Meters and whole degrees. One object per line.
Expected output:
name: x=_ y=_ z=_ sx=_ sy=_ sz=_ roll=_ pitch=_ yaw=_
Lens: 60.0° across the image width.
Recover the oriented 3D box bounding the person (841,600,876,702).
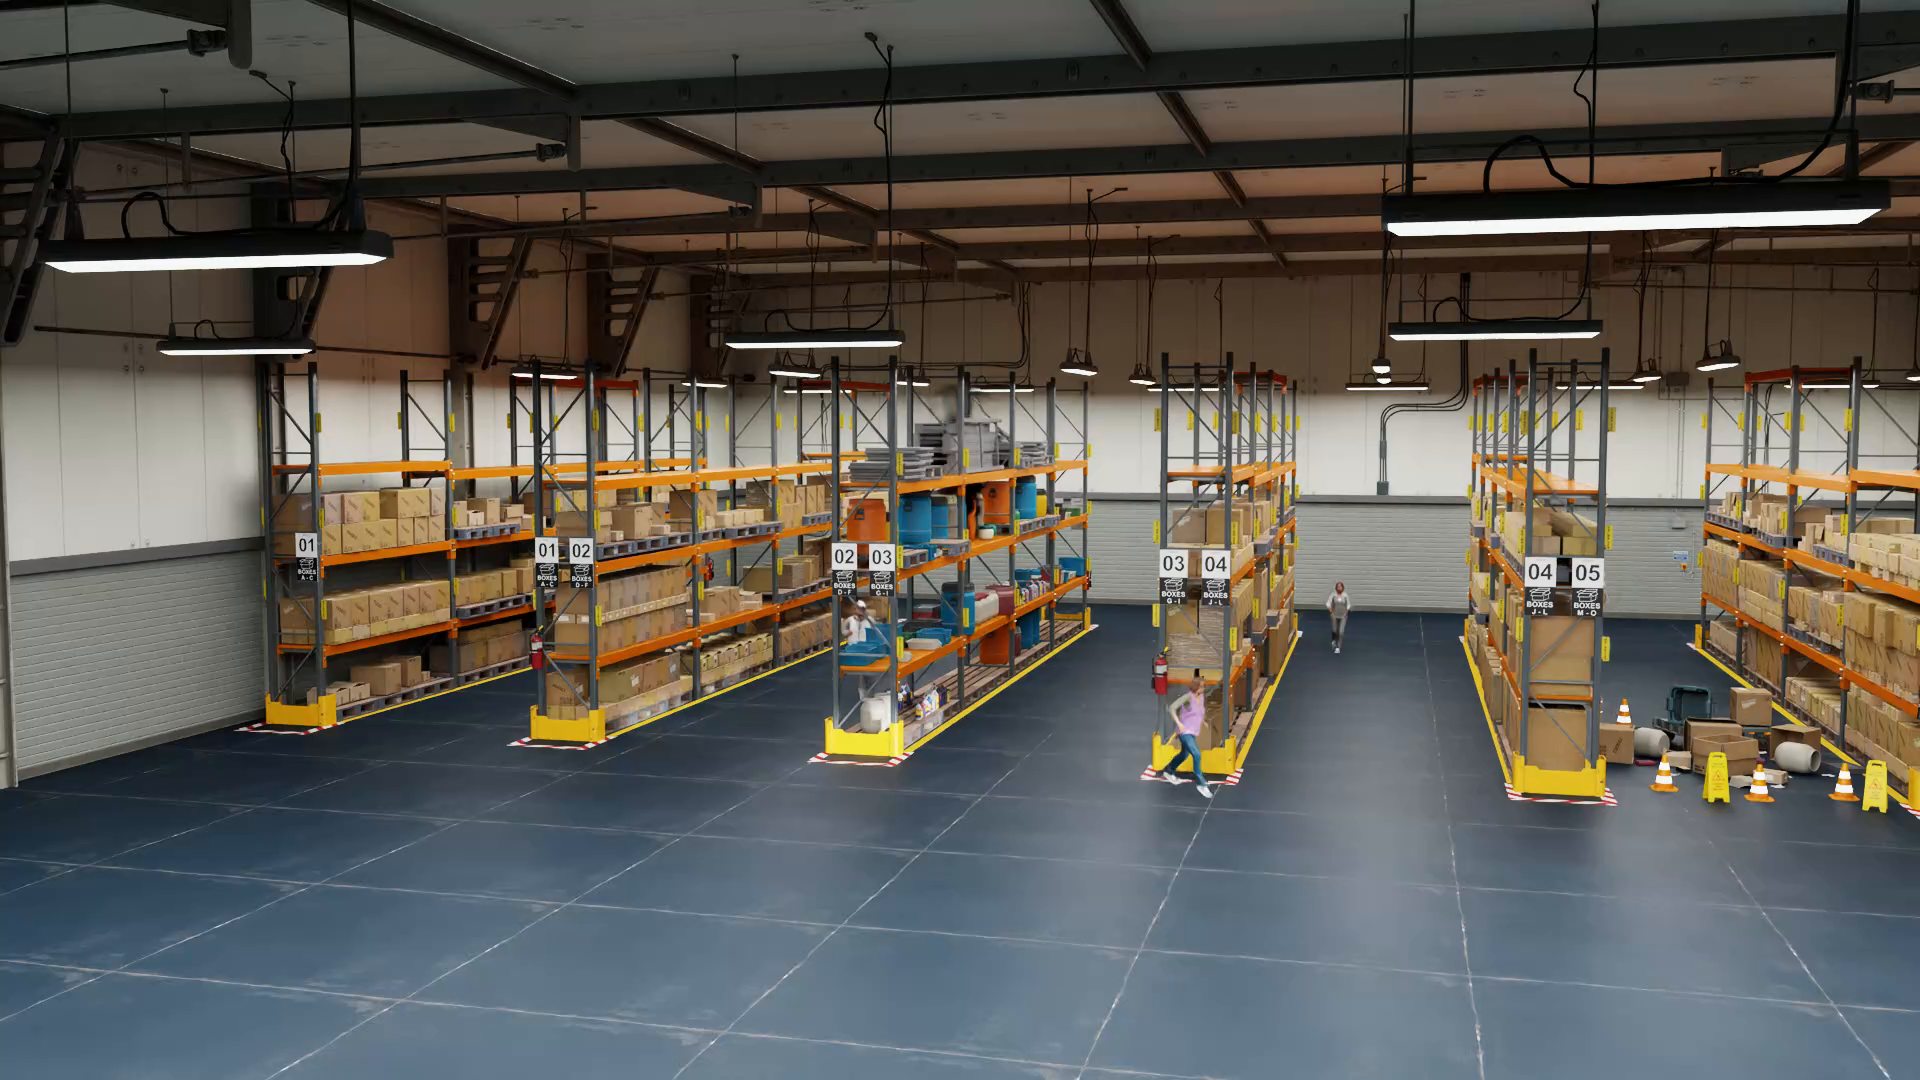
person: x=-1.833 y=2.006 z=30.204 sx=0.627 sy=1.840 sz=0.782 roll=1 pitch=4 yaw=9

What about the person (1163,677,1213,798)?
person: x=3.064 y=2.631 z=22.473 sx=0.556 sy=1.589 sz=0.890 roll=-4 pitch=6 yaw=-44

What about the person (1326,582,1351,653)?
person: x=8.217 y=1.685 z=36.098 sx=0.516 sy=1.554 sz=0.529 roll=1 pitch=4 yaw=9
